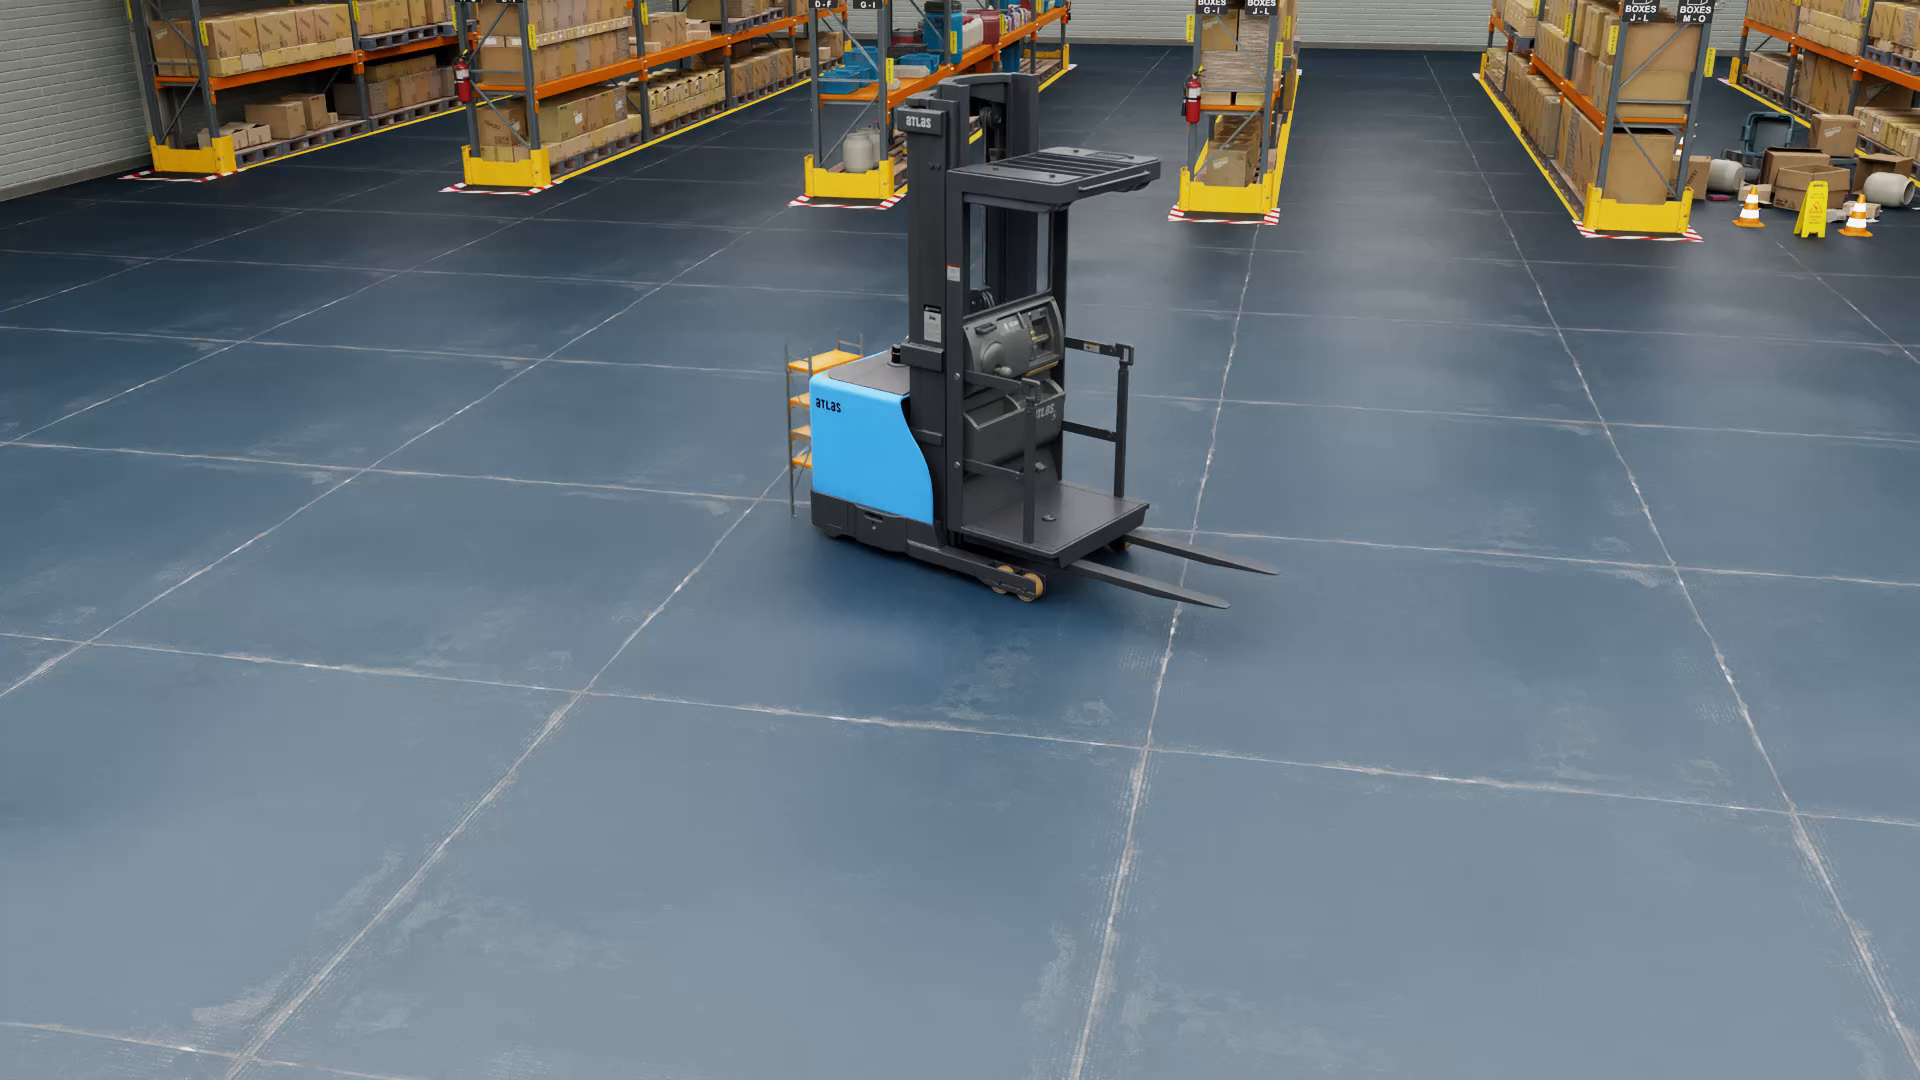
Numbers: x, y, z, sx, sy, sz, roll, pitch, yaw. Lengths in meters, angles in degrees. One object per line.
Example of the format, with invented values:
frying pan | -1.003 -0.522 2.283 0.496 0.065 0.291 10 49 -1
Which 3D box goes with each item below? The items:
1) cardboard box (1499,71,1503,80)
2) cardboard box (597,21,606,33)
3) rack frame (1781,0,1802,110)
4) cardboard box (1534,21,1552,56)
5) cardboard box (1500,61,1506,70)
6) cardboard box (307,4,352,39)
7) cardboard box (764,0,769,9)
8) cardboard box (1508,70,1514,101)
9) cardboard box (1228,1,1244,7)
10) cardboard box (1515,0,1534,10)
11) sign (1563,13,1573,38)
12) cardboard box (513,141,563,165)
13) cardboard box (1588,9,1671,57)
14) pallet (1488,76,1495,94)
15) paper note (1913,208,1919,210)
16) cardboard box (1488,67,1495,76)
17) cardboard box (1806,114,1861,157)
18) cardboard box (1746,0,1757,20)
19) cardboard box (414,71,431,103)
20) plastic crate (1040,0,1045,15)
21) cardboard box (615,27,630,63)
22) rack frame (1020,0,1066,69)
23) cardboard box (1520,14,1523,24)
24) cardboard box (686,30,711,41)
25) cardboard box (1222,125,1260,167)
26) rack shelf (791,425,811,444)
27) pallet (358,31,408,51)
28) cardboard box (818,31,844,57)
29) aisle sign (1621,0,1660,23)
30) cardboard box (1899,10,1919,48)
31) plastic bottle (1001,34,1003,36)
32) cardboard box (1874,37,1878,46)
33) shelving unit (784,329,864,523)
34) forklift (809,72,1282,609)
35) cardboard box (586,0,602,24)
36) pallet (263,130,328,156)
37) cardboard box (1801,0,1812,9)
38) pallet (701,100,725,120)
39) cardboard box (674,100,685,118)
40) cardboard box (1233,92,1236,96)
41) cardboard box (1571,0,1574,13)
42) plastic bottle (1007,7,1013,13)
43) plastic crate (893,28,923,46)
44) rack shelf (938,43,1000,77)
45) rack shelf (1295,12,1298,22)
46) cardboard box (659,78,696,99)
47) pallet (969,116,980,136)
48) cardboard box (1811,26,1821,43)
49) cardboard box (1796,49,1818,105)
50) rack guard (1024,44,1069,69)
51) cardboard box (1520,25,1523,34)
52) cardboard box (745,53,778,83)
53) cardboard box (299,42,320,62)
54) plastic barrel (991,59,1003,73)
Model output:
cardboard box | 10.478 -8.841 31.647 0.380 0.149 0.250 3 22 8
cardboard box | -5.538 -7.697 24.947 0.380 0.149 0.250 4 22 11
rack frame | 15.548 -9.251 29.809 1.000 3.000 0.127 4 22 11
cardboard box | 9.510 -8.031 26.646 0.500 0.500 0.500 5 22 12
cardboard box | 10.557 -9.078 31.836 0.380 0.149 0.250 4 22 10
cardboard box | -10.127 -8.305 26.629 0.500 0.500 0.500 4 22 11
cardboard box | -4.166 -10.848 33.078 0.700 0.500 0.500 -3 22 -7
cardboard box | 10.165 -8.183 29.941 0.500 0.500 0.500 5 23 13
cardboard box | 3.469 -6.852 21.981 0.500 0.500 0.500 4 22 11
cardboard box | 9.837 -9.265 28.821 0.380 0.149 0.250 5 23 13
sign | 8.516 -7.204 23.281 0.100 0.325 0.005 4 22 11
cardboard box | -5.972 -5.473 23.546 0.500 0.250 0.500 4 22 11
cardboard box | 8.597 -6.512 21.362 0.875 0.550 0.500 4 22 11
pallet | 11.031 -8.994 32.902 1.003 0.211 1.213 4 22 11
paper note | 12.379 -4.270 21.416 0.142 0.019 0.148 -3 22 -8
cardboard box | 10.901 -9.481 33.634 0.380 0.149 0.250 5 22 12
cardboard box | 12.167 -5.642 23.179 0.500 0.500 0.500 4 22 11
cardboard box | 15.986 -10.607 33.041 0.500 0.500 0.500 4 22 10
cardboard box | -9.905 -8.090 29.683 0.700 0.500 0.500 4 22 11
plastic crate | 1.490 -10.901 33.984 0.437 0.282 0.530 4 22 11
cardboard box | -5.567 -7.721 25.875 0.700 0.500 0.500 4 22 10
rack frame | 1.814 -11.847 36.254 1.000 3.000 0.127 4 22 11
cardboard box | 9.625 -8.754 27.951 0.380 0.149 0.250 5 22 12
cardboard box | -4.580 -8.834 29.108 0.380 0.149 0.250 4 22 11
cardboard box | 3.934 -5.530 23.352 0.500 0.500 0.500 2 22 6
rack shelf | -0.893 -0.701 11.167 0.258 0.148 0.480 17 28 37
pallet | -10.035 -8.393 27.935 1.003 0.211 1.213 4 22 11
cardboard box | -2.904 -11.053 37.040 0.500 0.500 0.500 4 22 11
aisle sign | 7.925 -6.406 19.264 0.394 0.787 0.004 4 22 11
cardboard box | 14.103 -7.452 24.248 0.500 0.500 0.500 4 22 9
plastic bottle | 0.681 -9.166 29.765 0.152 0.276 0.135 4 22 11
cardboard box | 14.484 -7.762 25.885 0.380 0.149 0.250 3 22 8
shelving unit | -0.893 -0.763 11.142 0.258 1.200 0.503 17 28 37
forklift | 0.497 -1.216 9.949 3.031 2.935 1.130 16 27 35
cardboard box | -5.772 -7.955 24.719 0.700 0.500 0.500 4 22 11
pallet | -10.682 -6.224 26.026 1.003 0.211 1.213 4 22 11
cardboard box | 15.177 -9.622 29.258 0.500 0.500 0.500 5 22 12
pallet | -4.873 -7.709 29.711 1.003 0.211 1.213 4 22 11
cardboard box | -4.949 -7.262 27.988 0.500 0.250 0.500 4 22 9
cardboard box | 3.464 -5.987 22.039 0.380 0.149 0.250 4 22 11
cardboard box | 9.248 -7.546 24.103 0.700 0.500 0.500 4 22 10
plastic bottle | 0.952 -9.943 31.594 0.144 0.351 0.185 4 22 11
plastic crate | -0.835 -7.688 25.843 0.402 0.464 0.583 4 22 11
rack shelf | -0.226 -7.856 27.308 1.077 0.370 4.000 4 22 11
rack shelf | 6.255 -10.404 33.635 1.077 0.370 4.000 4 22 11
cardboard box | -4.842 -7.711 28.353 0.500 0.311 0.500 5 22 12
pallet | -0.265 -6.902 27.710 1.003 0.211 1.213 4 22 11
cardboard box | 14.976 -8.665 28.554 0.500 0.250 0.500 4 22 10
cardboard box | 15.500 -8.227 29.549 0.875 0.875 0.875 5 23 13
rack guard | 1.806 -10.697 36.745 1.175 0.500 0.348 4 22 11
cardboard box | 9.569 -8.513 27.750 0.380 0.149 0.250 4 22 11
cardboard box | -3.882 -9.242 32.543 0.500 0.500 0.500 5 22 12
cardboard box | -10.330 -7.590 25.859 0.500 0.250 0.500 4 22 11
plastic barrel | 0.495 -8.591 30.835 0.600 0.588 0.708 4 22 11
